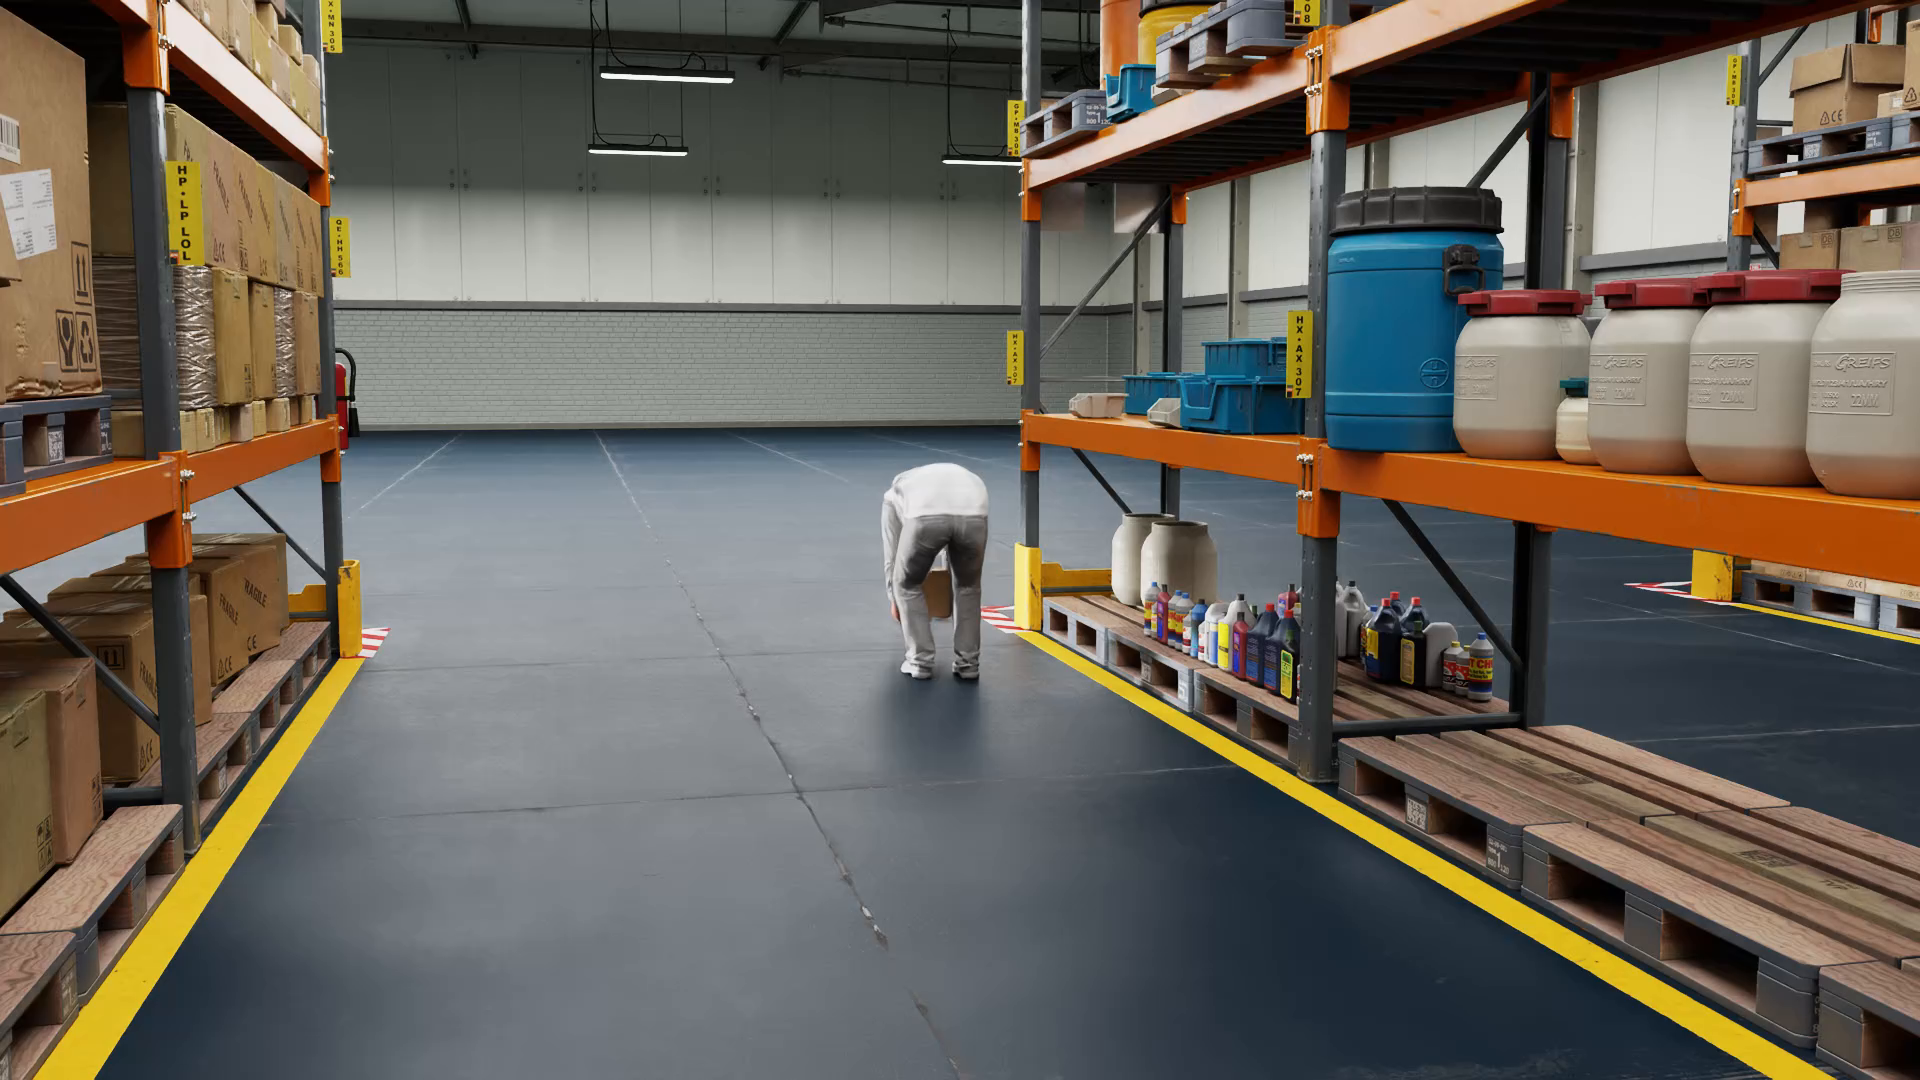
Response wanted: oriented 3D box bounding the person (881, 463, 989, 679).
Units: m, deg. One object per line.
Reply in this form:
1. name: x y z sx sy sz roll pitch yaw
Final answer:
1. person: -0.159 0.133 8.750 0.466 1.101 1.012 -2 6 -16
